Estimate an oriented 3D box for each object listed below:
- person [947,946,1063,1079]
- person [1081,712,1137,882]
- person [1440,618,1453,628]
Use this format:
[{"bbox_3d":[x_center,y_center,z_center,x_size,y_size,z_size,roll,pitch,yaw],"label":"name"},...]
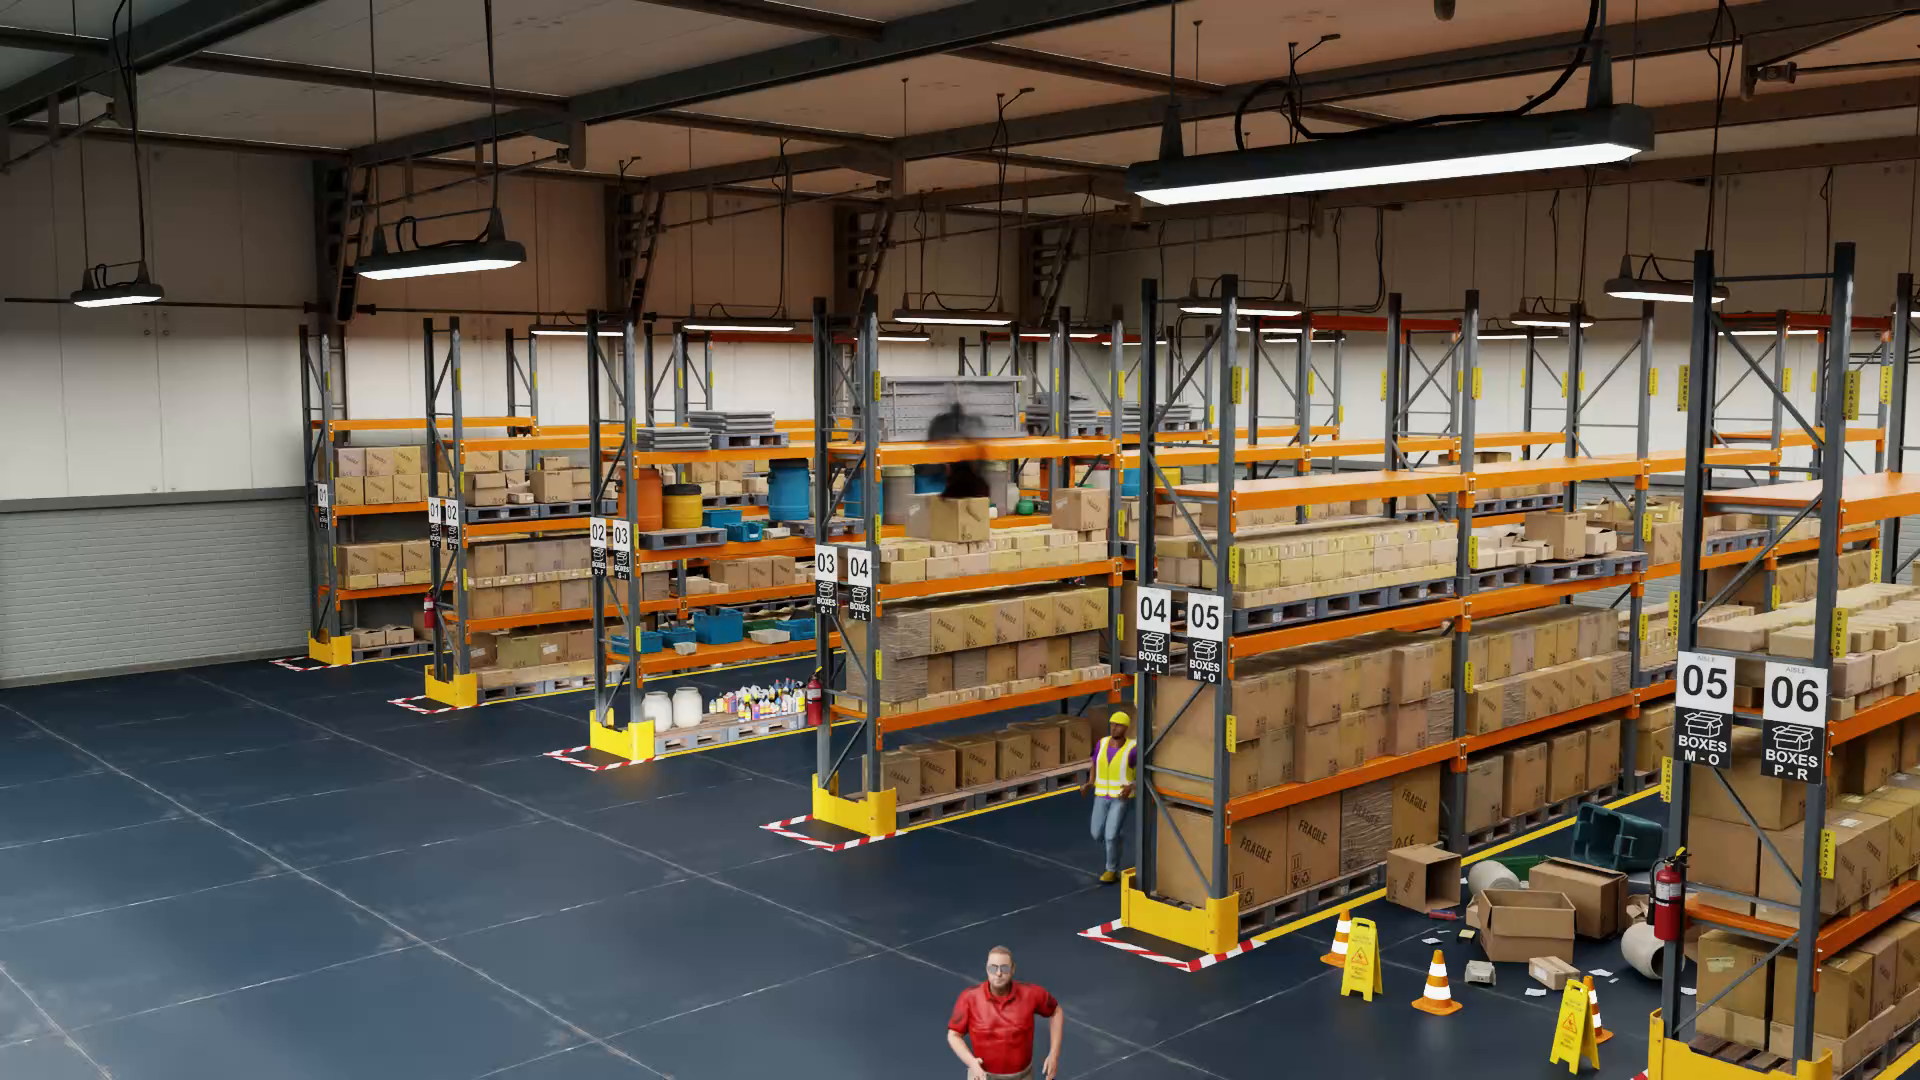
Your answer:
[{"bbox_3d":[0.266,3.324,10.031,0.693,1.755,0.702,1,6,6],"label":"person"},{"bbox_3d":[1.590,2.600,16.962,0.689,1.704,0.605,4,7,33],"label":"person"},{"bbox_3d":[6.956,1.946,23.901,0.557,1.606,0.564,5,8,41],"label":"person"}]
